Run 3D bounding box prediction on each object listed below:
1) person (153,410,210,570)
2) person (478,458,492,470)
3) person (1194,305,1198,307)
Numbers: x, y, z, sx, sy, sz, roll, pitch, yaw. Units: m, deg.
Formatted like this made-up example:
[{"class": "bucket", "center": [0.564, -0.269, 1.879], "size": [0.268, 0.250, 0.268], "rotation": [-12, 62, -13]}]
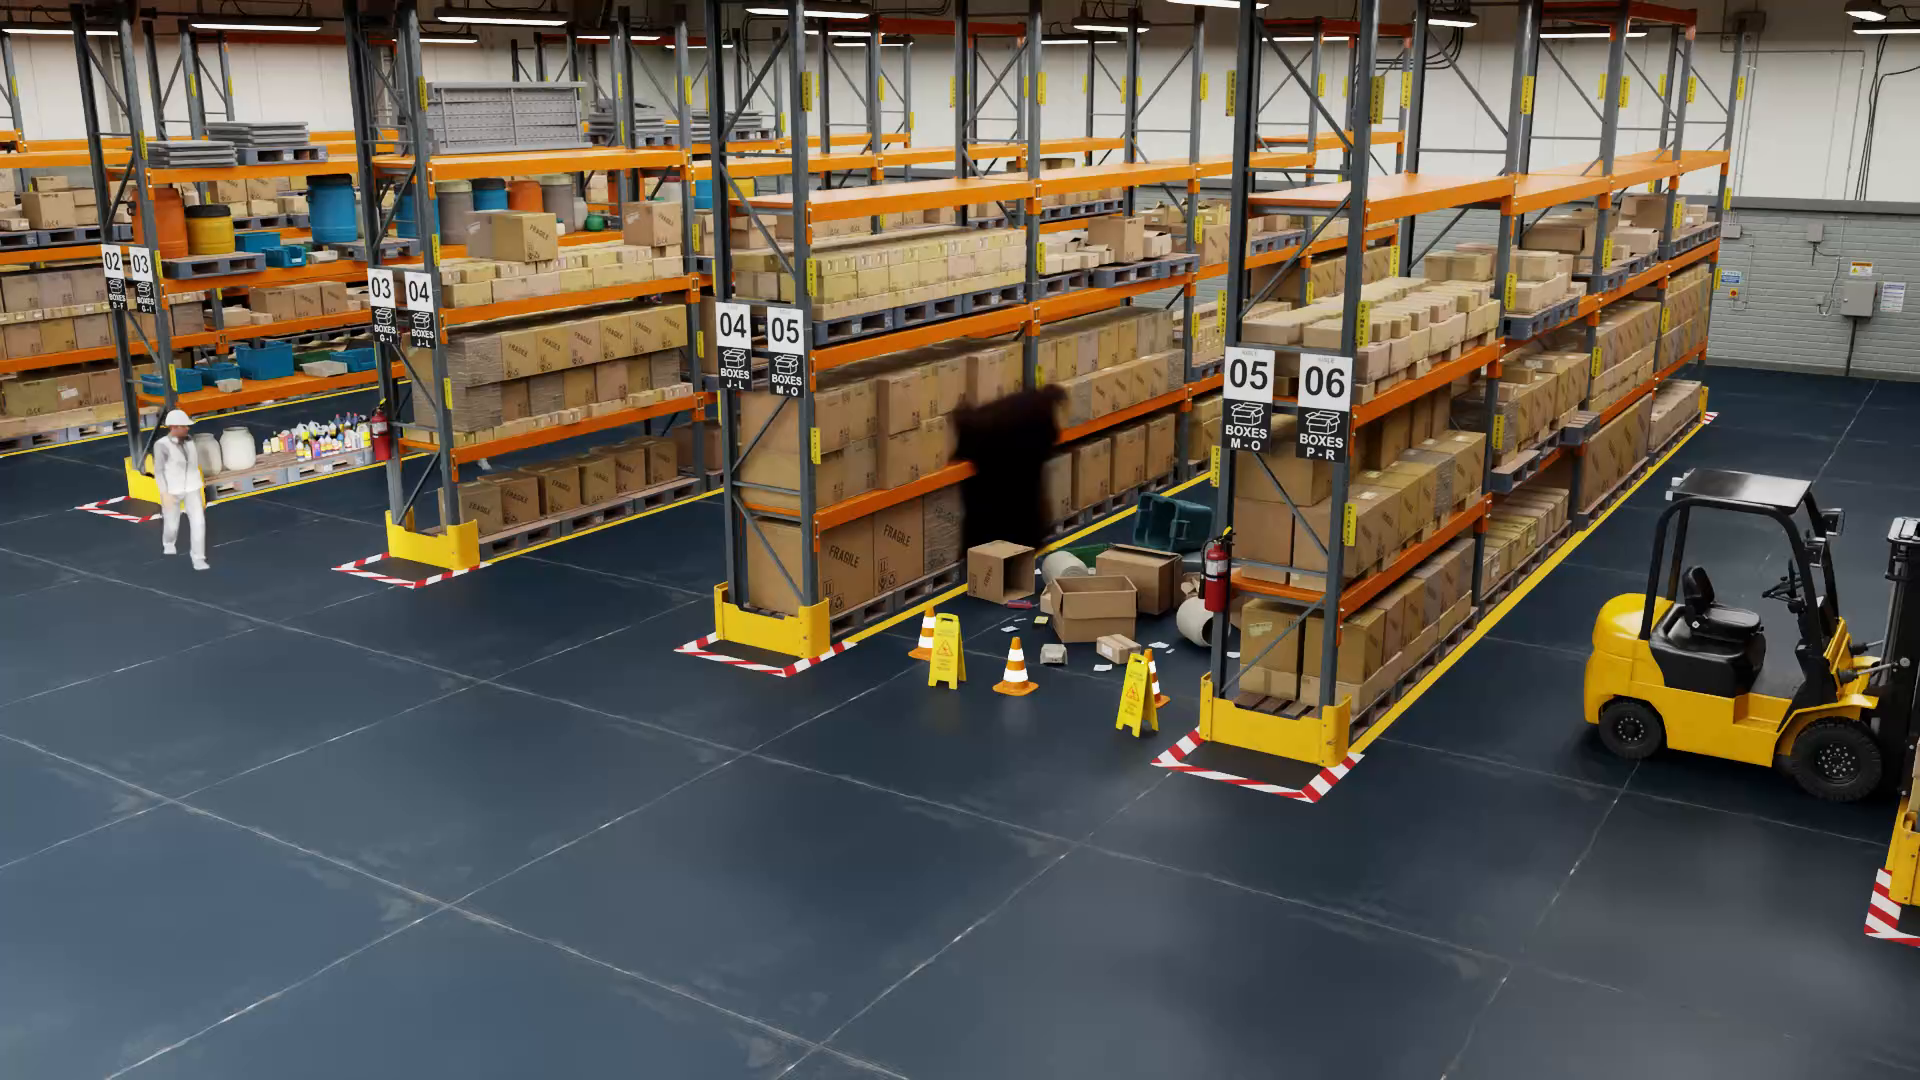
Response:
[{"class": "person", "center": [-8.486, -0.564, 18.040], "size": [0.491, 1.726, 0.968], "rotation": [-11, 19, -34]}, {"class": "person", "center": [-6.767, -1.760, 22.545], "size": [0.636, 1.695, 0.472], "rotation": [-8, 17, -26]}, {"class": "person", "center": [3.862, -3.033, 27.143], "size": [0.428, 1.609, 0.507], "rotation": [-14, 21, -41]}]
